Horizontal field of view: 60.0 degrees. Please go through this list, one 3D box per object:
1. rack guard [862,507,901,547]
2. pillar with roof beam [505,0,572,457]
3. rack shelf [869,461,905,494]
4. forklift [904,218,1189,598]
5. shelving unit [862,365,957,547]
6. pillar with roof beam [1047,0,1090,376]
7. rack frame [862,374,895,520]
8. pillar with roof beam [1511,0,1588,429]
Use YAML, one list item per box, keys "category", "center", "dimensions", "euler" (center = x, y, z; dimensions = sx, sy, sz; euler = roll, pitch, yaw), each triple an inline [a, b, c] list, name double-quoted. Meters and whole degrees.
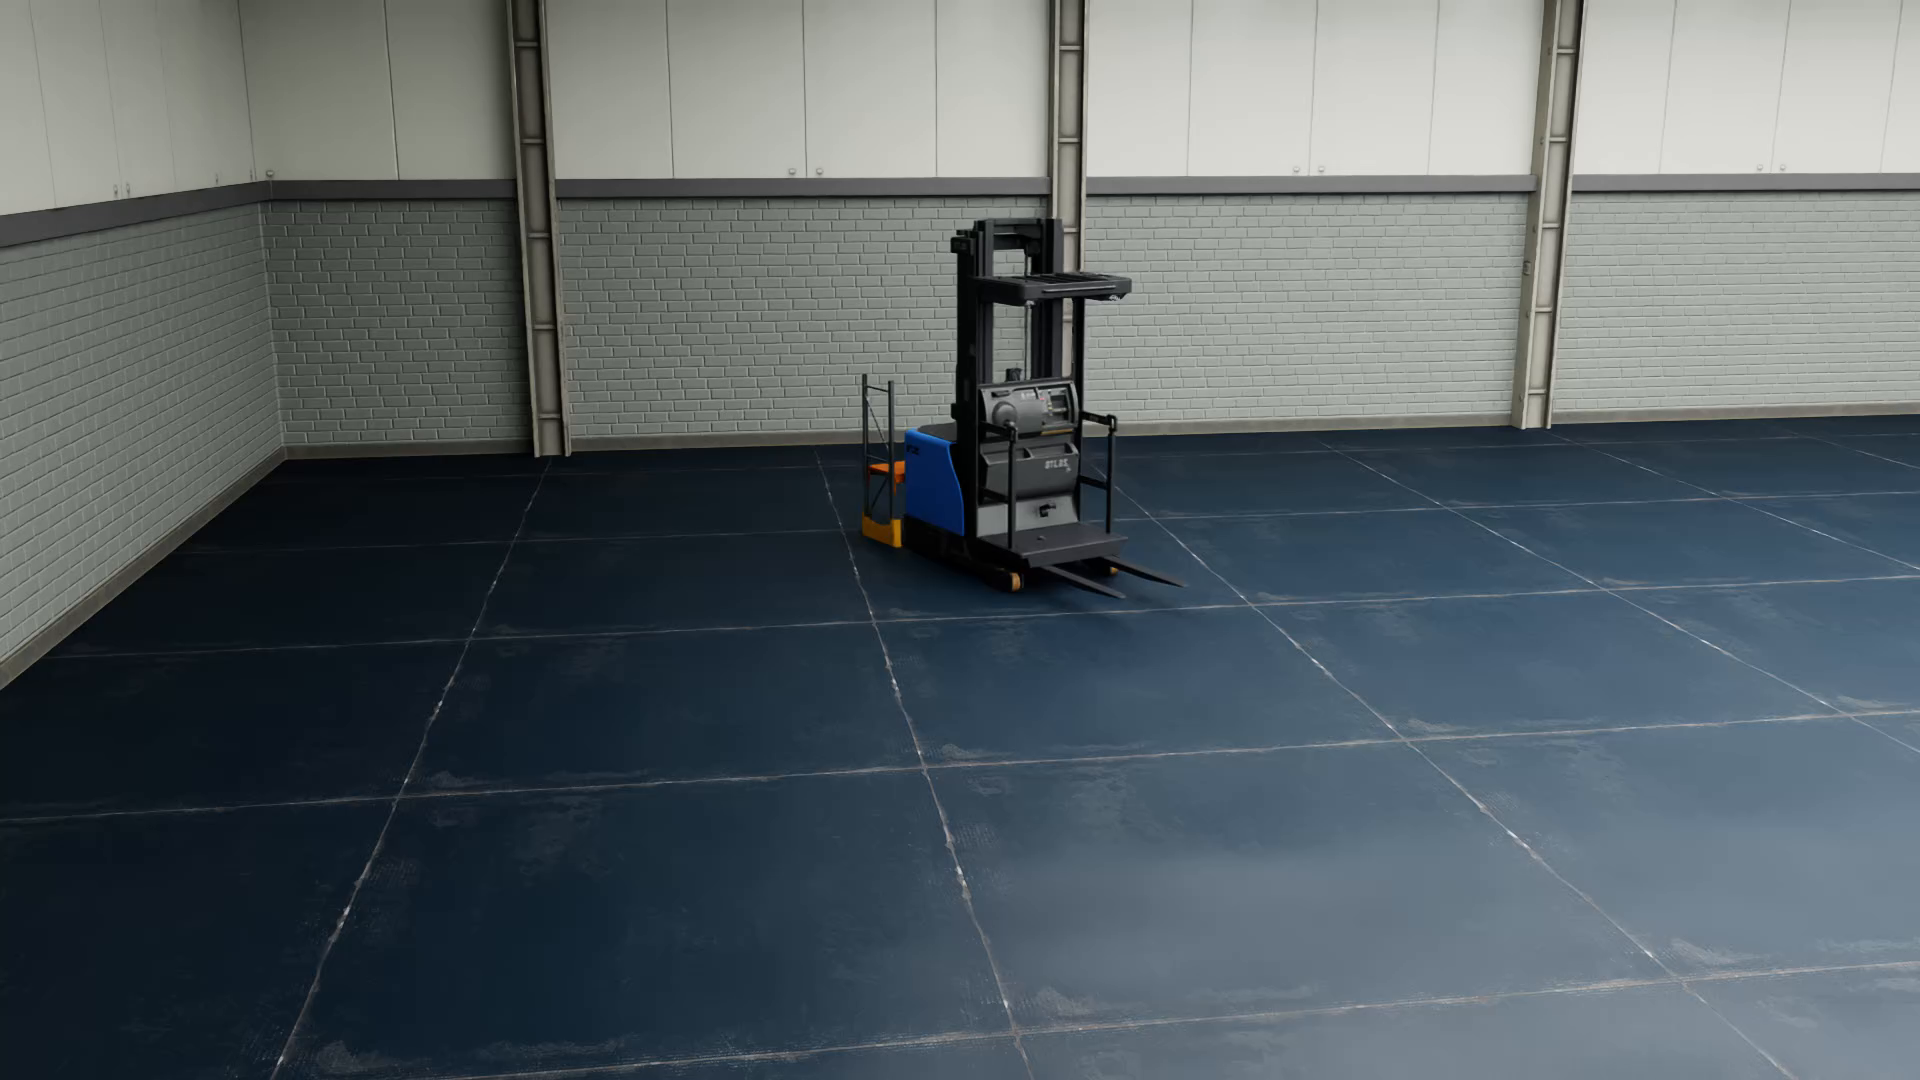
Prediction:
- category: "rack guard"
  center: [-0.719, -0.122, 15.195]
  dimensions: [0.087, 0.250, 0.587]
  euler: [-9, 17, -33]
- category: "pillar with roof beam"
  center: [-4.052, -4.322, 13.954]
  dimensions: [0.400, 9.000, 9.100]
  euler: [-2, 14, -8]
- category: "rack shelf"
  center: [-0.313, -0.620, 15.351]
  dimensions: [1.000, 0.185, 0.538]
  euler: [-9, 17, -33]
- category: "forklift"
  center: [0.697, -1.125, 13.681]
  dimensions: [1.130, 2.935, 3.031]
  euler: [-9, 16, -31]
- category: "shelving unit"
  center: [-0.306, -0.796, 15.312]
  dimensions: [1.083, 1.500, 0.587]
  euler: [-9, 17, -33]
- category: "pillar with roof beam"
  center: [1.881, -4.539, 14.821]
  dimensions: [0.400, 9.000, 9.100]
  euler: [-2, 14, -8]
- category: "rack frame"
  center: [-0.735, -0.726, 15.033]
  dimensions: [0.032, 1.500, 0.500]
  euler: [-9, 17, -33]
- category: "pillar with roof beam"
  center: [7.814, -4.756, 15.688]
  dimensions: [0.400, 9.000, 9.100]
  euler: [-2, 14, -8]
